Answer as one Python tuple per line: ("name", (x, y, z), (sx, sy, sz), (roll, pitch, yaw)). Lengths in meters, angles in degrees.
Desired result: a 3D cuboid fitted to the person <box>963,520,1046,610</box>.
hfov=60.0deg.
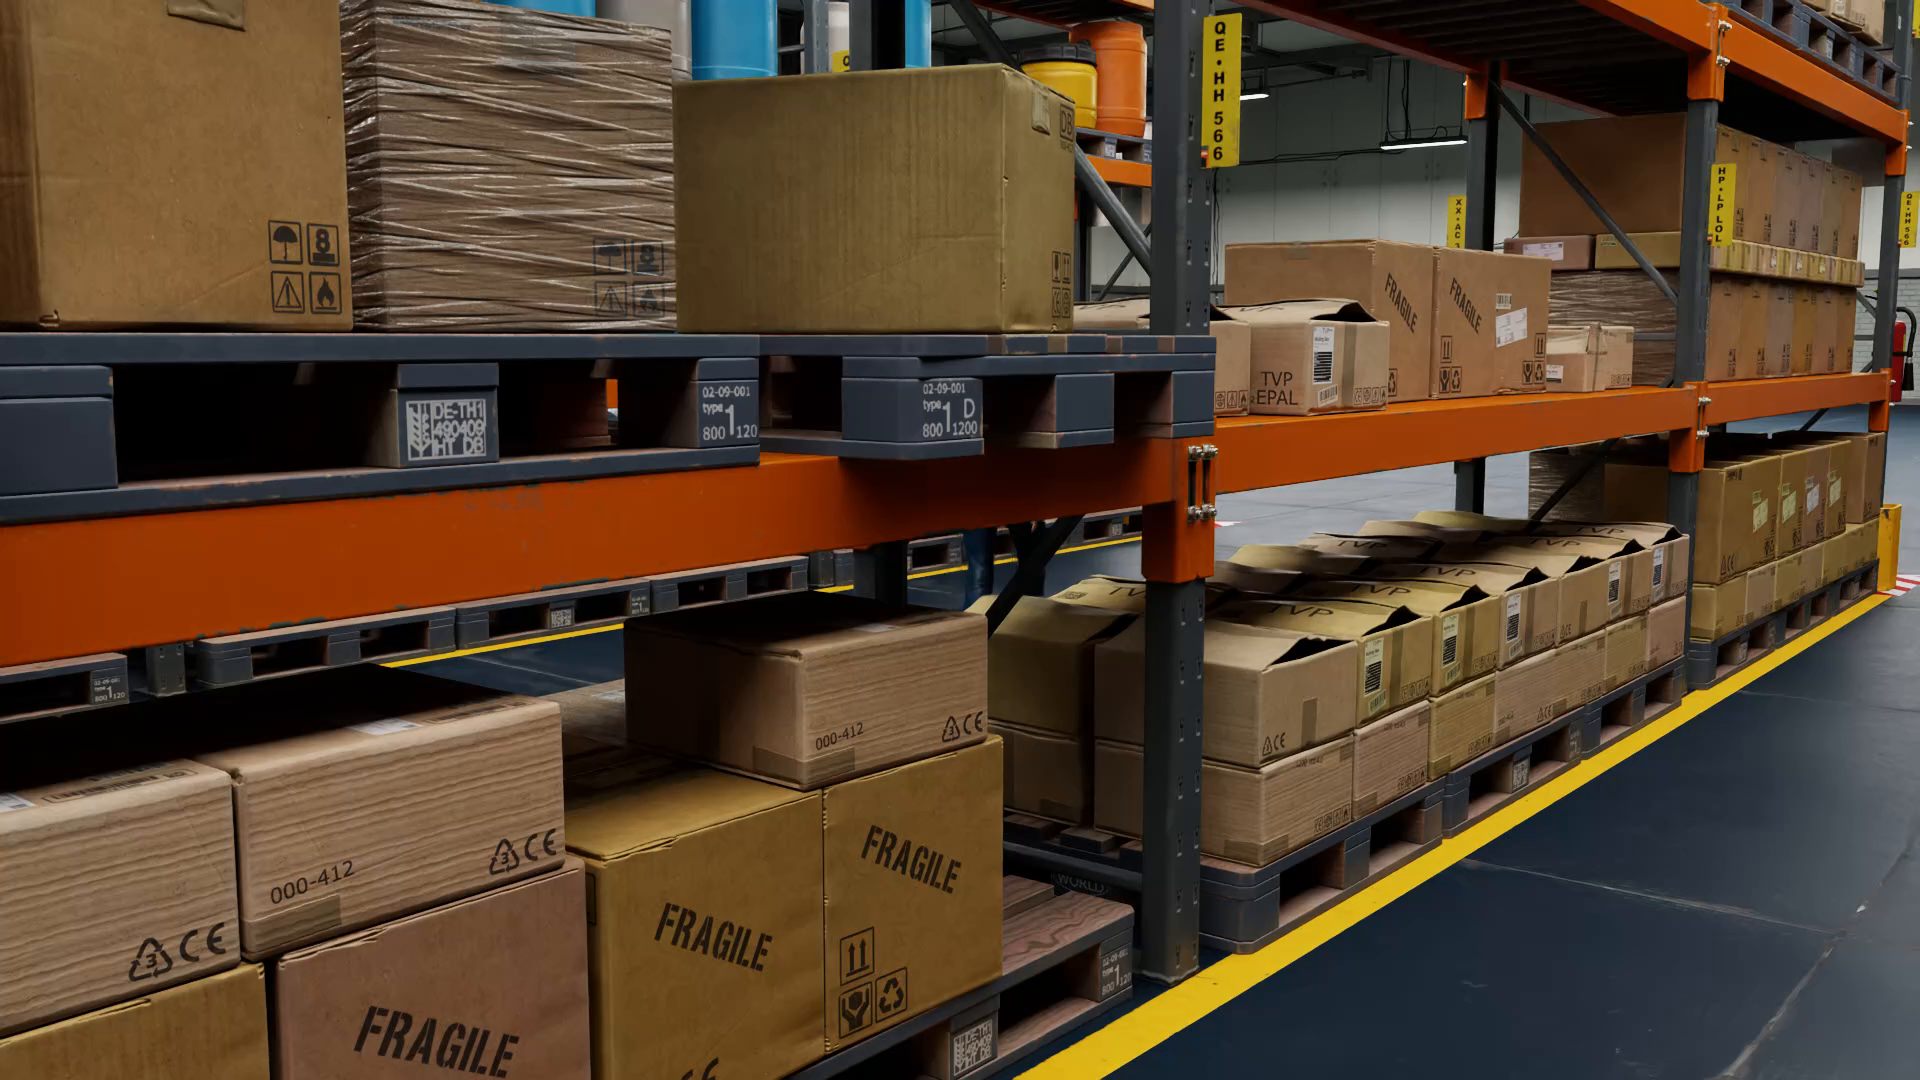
("person", (0.202, -0.193, 7.336), (0.417, 1.567, 0.803), (2, 7, 19))
